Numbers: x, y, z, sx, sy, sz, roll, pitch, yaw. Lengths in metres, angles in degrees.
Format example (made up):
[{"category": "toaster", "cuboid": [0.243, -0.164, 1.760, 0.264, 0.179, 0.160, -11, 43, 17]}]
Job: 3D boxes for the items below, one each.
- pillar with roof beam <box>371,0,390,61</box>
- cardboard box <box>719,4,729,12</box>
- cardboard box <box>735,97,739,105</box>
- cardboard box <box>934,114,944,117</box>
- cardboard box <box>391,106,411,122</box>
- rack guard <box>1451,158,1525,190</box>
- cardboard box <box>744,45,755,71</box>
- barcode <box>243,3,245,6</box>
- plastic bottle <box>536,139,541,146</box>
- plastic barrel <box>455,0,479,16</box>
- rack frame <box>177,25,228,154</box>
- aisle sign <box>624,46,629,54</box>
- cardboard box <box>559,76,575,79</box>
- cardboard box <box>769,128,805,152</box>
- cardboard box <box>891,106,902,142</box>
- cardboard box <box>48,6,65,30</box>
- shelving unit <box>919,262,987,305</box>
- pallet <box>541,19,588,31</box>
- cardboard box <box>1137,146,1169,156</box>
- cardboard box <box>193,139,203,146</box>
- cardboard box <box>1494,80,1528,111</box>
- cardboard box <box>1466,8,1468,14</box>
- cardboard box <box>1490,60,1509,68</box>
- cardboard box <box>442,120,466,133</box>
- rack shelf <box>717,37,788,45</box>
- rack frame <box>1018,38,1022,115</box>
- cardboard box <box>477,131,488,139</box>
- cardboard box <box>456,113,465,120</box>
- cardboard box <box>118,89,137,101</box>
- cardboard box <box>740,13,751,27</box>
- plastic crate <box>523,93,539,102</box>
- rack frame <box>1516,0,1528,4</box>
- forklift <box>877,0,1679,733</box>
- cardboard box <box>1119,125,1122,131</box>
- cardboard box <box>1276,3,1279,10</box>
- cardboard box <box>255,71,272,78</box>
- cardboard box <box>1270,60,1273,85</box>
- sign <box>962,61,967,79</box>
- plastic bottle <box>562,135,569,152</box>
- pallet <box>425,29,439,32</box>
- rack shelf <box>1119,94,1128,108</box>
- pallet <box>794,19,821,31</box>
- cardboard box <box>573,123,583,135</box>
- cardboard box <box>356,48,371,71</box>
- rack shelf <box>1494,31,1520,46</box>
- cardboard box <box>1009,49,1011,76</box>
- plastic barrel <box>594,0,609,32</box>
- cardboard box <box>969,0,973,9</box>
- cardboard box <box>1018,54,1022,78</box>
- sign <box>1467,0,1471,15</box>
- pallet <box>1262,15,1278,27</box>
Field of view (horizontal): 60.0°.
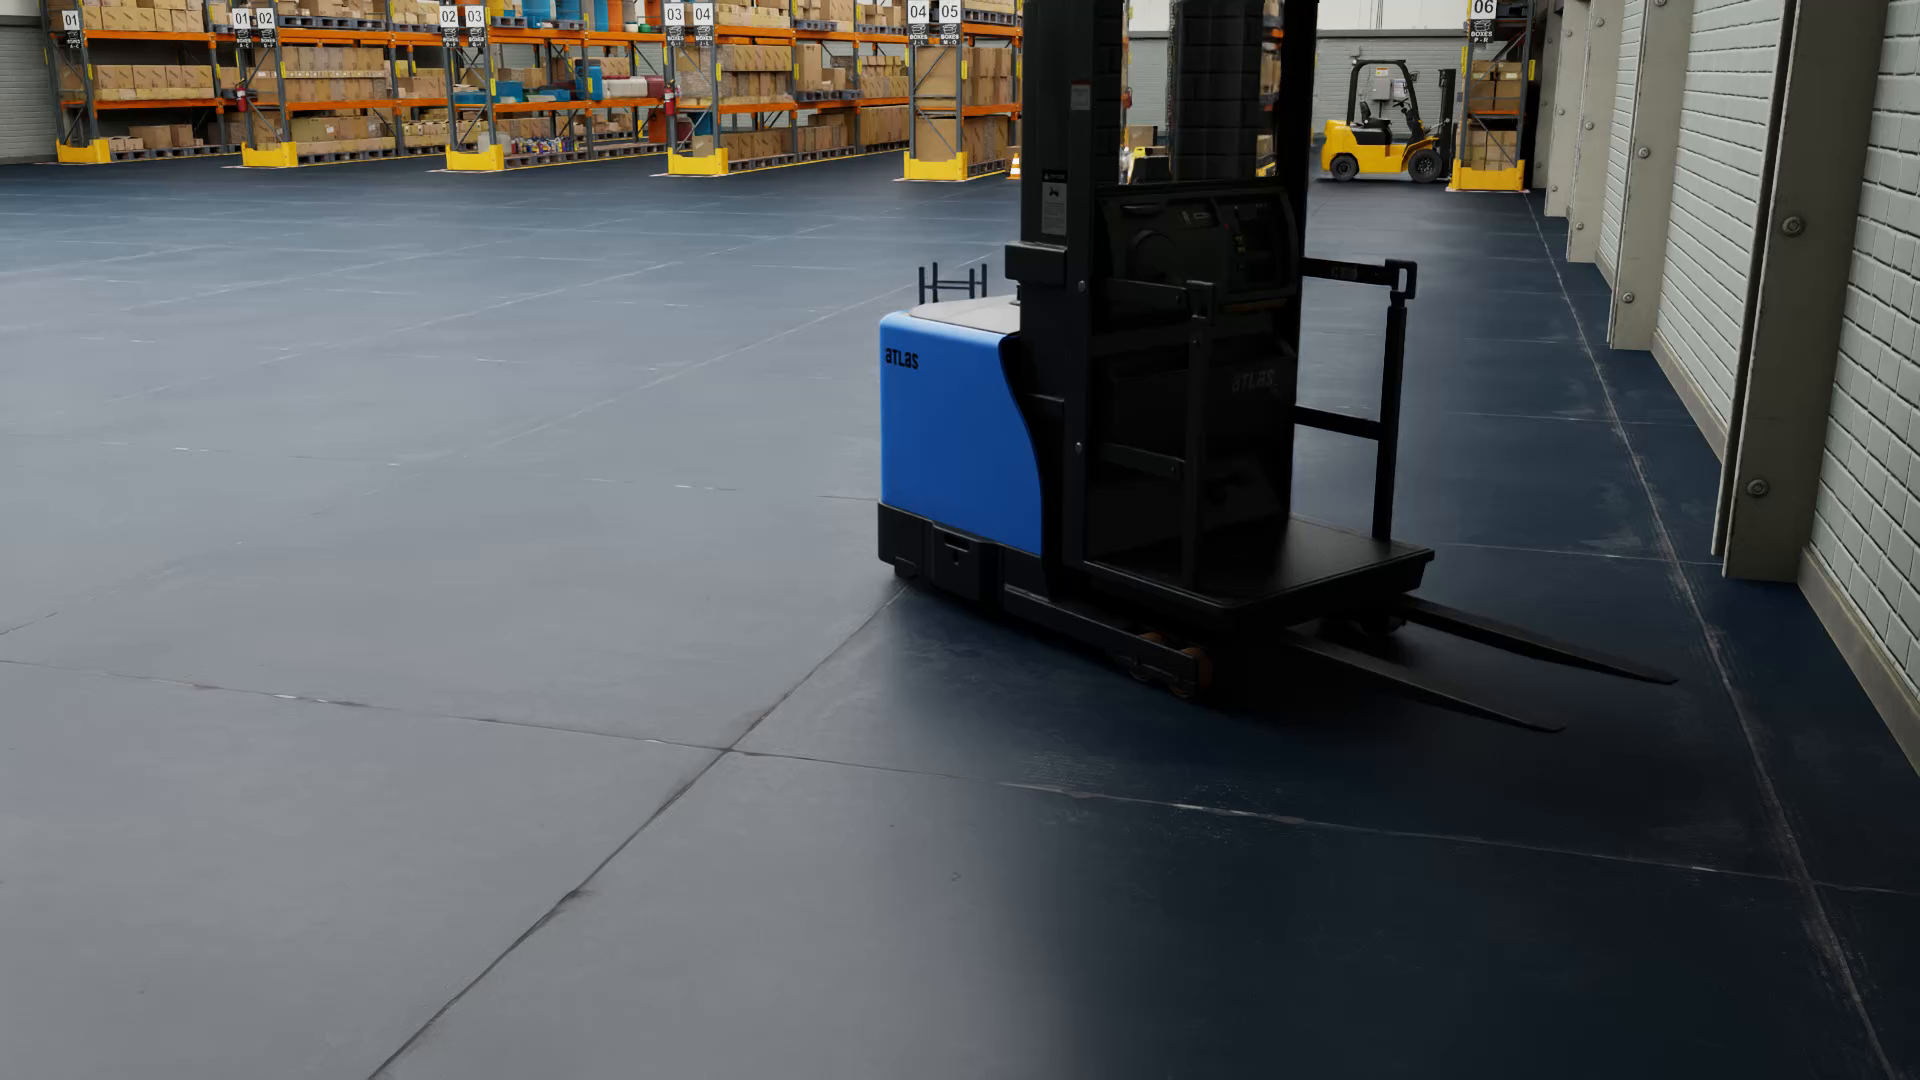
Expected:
[{"category": "pillar with roof beam", "cuboid": [-12.519, -15.744, 46.345, 9.100, 9.000, 0.400, 5, 16, 16]}, {"category": "cardboard box", "cuboid": [-4.713, -10.327, 32.287, 0.380, 0.149, 0.250, 5, 17, 17]}, {"category": "cardboard box", "cuboid": [-4.644, -8.780, 33.247, 0.380, 0.149, 0.250, 5, 16, 16]}, {"category": "cardboard box", "cuboid": [-0.996, -11.604, 45.866, 0.875, 0.875, 0.875, 5, 16, 16]}, {"category": "cardboard box", "cuboid": [-16.077, -11.929, 47.059, 0.750, 0.750, 0.750, 5, 17, 17]}, {"category": "rack guard", "cuboid": [9.075, -6.288, 28.583, 1.175, 0.500, 0.348, 5, 16, 16]}, {"category": "cardboard box", "cuboid": [-4.472, -9.706, 33.490, 0.500, 0.500, 0.500, 5, 16, 16]}, {"category": "barcode", "cuboid": [-15.053, -11.257, 34.960, 0.001, 0.075, 0.075, 5, 16, 16]}, {"category": "plastic bottle", "cuboid": [-9.344, -8.753, 36.885, 0.097, 0.271, 0.097, 0, 16, 0]}, {"category": "plastic barrel", "cuboid": [-9.912, -11.022, 33.639, 0.600, 0.830, 0.708, 5, 16, 16]}, {"category": "rack frame", "cuboid": [-18.290, -10.848, 40.079, 1.000, 3.000, 0.127, 5, 16, 16]}, {"category": "aisle sign", "cuboid": [-9.816, -14.849, 49.421, 0.394, 0.787, 0.004, 5, 16, 16]}, {"category": "cardboard box", "cuboid": [-10.860, -12.718, 46.489, 0.500, 0.500, 0.500, 5, 17, 17]}, {"category": "cardboard box", "cuboid": [-3.847, -8.864, 36.858, 0.700, 0.500, 0.500, 3, 16, 12]}, {"category": "cardboard box", "cuboid": [-2.185, -10.566, 42.208, 1.225, 0.875, 0.875, 4, 16, 14]}, {"category": "cardboard box", "cuboid": [-19.551, -11.431, 36.418, 0.500, 0.500, 0.500, 6, 17, 20]}, {"category": "shelving unit", "cuboid": [-0.027, -0.582, 7.179, 0.258, 1.200, 0.189, 5, 16, 16]}, {"category": "pallet", "cuboid": [-8.903, -11.236, 36.295, 1.213, 0.211, 1.003, 5, 16, 16]}, {"category": "cardboard box", "cuboid": [3.850, -7.551, 33.031, 0.500, 0.500, 0.500, -10, 19, -32]}, {"category": "cardboard box", "cuboid": [-18.413, -9.555, 39.904, 0.380, 0.166, 0.250, 2, 16, 9]}, {"category": "cardboard box", "cuboid": [9.489, -7.653, 28.631, 0.500, 0.500, 0.500, 5, 17, 18]}, {"category": "cardboard box", "cuboid": [11.987, -12.308, 38.690, 0.380, 0.149, 0.250, 5, 17, 17]}, {"category": "cardboard box", "cuboid": [13.171, -11.437, 40.511, 0.500, 0.500, 0.500, 4, 16, 14]}, {"category": "cardboard box", "cuboid": [-12.603, -10.236, 41.163, 0.500, 0.311, 0.500, 5, 16, 16]}, {"category": "rack shelf", "cuboid": [-5.950, -13.793, 46.283, 1.077, 0.370, 4.000, 5, 16, 16]}, {"category": "rack frame", "cuboid": [1.821, -10.331, 38.257, 1.000, 3.000, 0.127, 5, 16, 16]}, {"category": "cardboard box", "cuboid": [-12.318, -10.234, 42.184, 0.500, 0.250, 0.500, 5, 17, 17]}, {"category": "cardboard box", "cuboid": [-15.267, -12.534, 49.833, 0.700, 0.500, 0.500, 4, 16, 14]}, {"category": "cardboard box", "cuboid": [-18.850, -9.979, 37.253, 0.500, 0.250, 0.500, 4, 16, 14]}, {"category": "cardboard box", "cuboid": [-4.509, -10.391, 33.245, 0.500, 0.250, 0.500, 5, 16, 16]}, {"category": "plastic crate", "cuboid": [-9.448, -9.645, 36.224, 0.450, 0.188, 0.662, 5, 16, 16]}, {"category": "rack frame", "cuboid": [10.219, -11.430, 31.135, 1.000, 3.000, 0.127, 5, 16, 16]}, {"category": "forklift", "cuboid": [0.974, -1.042, 5.631, 1.130, 2.935, 3.031, -12, 20, -37]}, {"category": "cardboard box", "cuboid": [4.218, -11.238, 45.362, 0.380, 0.149, 0.250, 4, 16, 14]}, {"category": "cardboard box", "cuboid": [8.085, -13.119, 41.444, 0.797, 0.503, 0.637, 6, 17, 20]}, {"category": "cardboard box", "cuboid": [-14.750, -9.893, 35.341, 0.380, 0.149, 0.250, 4, 16, 15]}, {"category": "cardboard box", "cuboid": [6.298, -9.816, 34.941, 0.500, 0.500, 0.500, 4, 16, 14]}, {"category": "sign", "cuboid": [0.078, -8.648, 30.591, 0.100, 0.325, 0.005, 5, 16, 16]}, {"category": "plastic bottle", "cuboid": [-8.753, -8.776, 36.822, 0.144, 0.351, 0.185, 4, 16, 13]}, {"category": "pallet", "cuboid": [-12.510, -12.679, 41.384, 1.213, 0.211, 1.003, 5, 17, 18]}, {"category": "rack shelf", "cuboid": [3.526, -11.555, 43.889, 1.077, 0.370, 4.000, 5, 16, 16]}, {"category": "pallet", "cuboid": [-3.765, -11.202, 36.173, 1.213, 0.211, 1.003, 5, 16, 16]}, {"category": "cardboard box", "cuboid": [-10.939, -11.569, 46.742, 0.500, 0.311, 0.500, 5, 16, 16]}, {"category": "cardboard box", "cuboid": [-13.802, -10.888, 37.660, 0.700, 0.500, 0.500, 5, 16, 16]}, {"category": "rack shelf", "cuboid": [10.787, -10.164, 33.487, 1.077, 0.370, 4.000, 5, 16, 16]}, {"category": "cardboard box", "cuboid": [0.546, -9.783, 34.068, 0.875, 0.550, 0.550, 5, 16, 16]}, {"category": "plastic barrel", "cuboid": [-8.483, -12.256, 38.628, 0.600, 0.901, 0.708, 5, 16, 16]}, {"category": "cardboard box", "cuboid": [0.024, -9.942, 30.895, 0.380, 0.149, 0.250, 5, 17, 16]}, {"category": "cardboard box", "cuboid": [0.964, -10.079, 35.351, 0.700, 0.500, 0.500, 4, 16, 15]}, {"category": "sign", "cuboid": [10.836, -11.324, 35.313, 0.100, 0.325, 0.005, 5, 16, 16]}, {"category": "pallet", "cuboid": [5.736, -10.433, 33.463, 1.213, 0.211, 1.003, 5, 16, 16]}]
